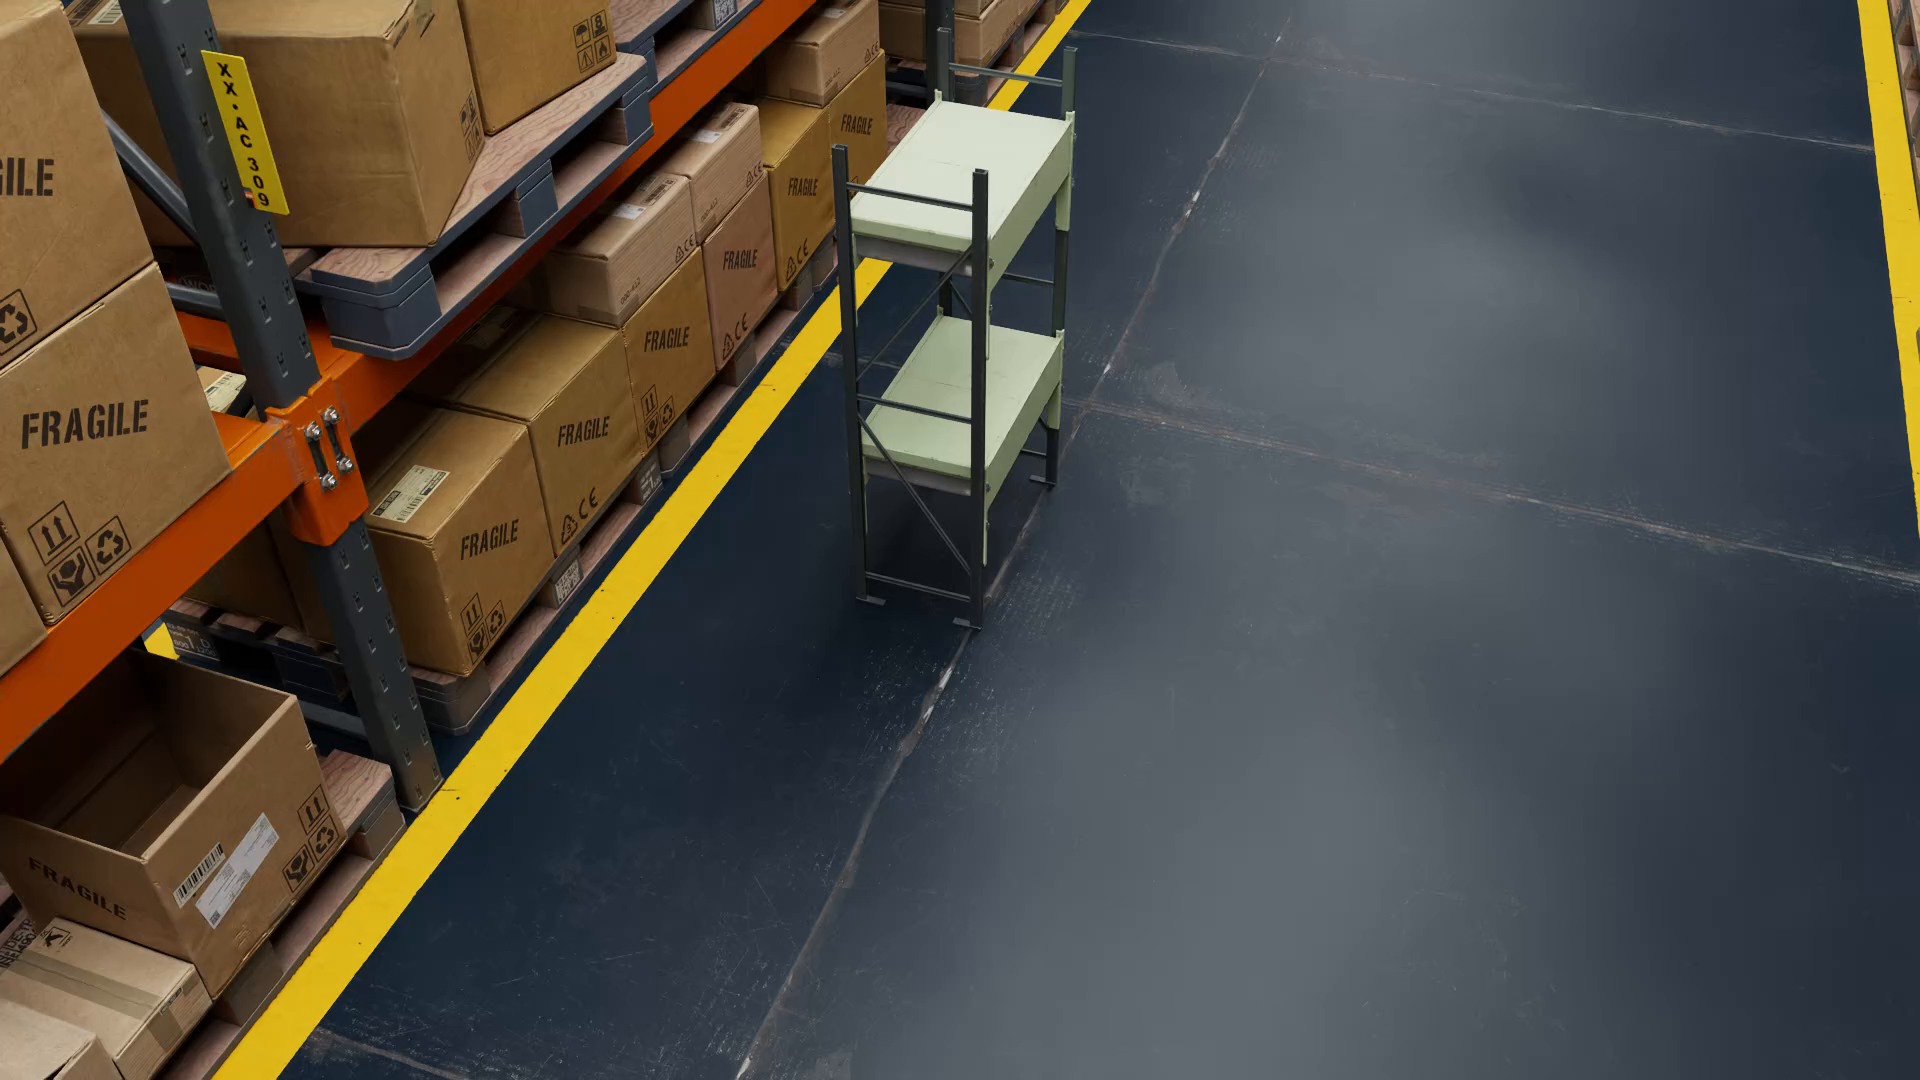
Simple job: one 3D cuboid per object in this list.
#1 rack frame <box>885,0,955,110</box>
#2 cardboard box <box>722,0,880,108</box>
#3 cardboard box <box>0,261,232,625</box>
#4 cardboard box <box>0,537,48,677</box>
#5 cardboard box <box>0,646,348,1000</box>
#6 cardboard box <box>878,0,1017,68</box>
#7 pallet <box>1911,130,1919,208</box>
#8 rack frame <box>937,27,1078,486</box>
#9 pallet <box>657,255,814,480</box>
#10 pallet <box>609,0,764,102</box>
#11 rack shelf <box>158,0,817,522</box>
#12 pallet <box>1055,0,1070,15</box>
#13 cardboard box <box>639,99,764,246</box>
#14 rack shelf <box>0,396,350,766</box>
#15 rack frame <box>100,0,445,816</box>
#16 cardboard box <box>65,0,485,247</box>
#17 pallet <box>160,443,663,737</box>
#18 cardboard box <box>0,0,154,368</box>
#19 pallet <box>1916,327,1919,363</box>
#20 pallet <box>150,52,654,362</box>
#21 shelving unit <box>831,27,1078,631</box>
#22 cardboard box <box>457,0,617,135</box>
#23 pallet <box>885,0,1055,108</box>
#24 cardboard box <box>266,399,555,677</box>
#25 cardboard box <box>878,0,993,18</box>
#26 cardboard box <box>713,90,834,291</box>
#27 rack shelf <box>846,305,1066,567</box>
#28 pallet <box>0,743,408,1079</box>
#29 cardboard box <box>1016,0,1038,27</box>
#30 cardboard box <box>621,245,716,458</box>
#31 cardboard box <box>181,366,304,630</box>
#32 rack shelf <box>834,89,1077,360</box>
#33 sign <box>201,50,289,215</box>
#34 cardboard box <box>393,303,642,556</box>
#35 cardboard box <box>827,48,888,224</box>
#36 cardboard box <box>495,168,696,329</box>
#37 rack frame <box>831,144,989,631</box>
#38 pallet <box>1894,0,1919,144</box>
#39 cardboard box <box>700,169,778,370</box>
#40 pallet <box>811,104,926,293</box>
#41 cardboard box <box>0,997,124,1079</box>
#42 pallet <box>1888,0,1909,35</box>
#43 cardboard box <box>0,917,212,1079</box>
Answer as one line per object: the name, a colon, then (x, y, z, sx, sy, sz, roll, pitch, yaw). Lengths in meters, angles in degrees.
rack frame: (-0.512, -3.001, 6.456, 1.000, 3.000, 0.127, 13, 42, 15)
cardboard box: (-0.626, -1.845, 6.110, 0.500, 0.250, 0.500, 15, 43, 17)
cardboard box: (-1.810, -0.237, 3.140, 0.500, 0.500, 0.500, 14, 42, 16)
cardboard box: (-1.985, 0.078, 2.771, 0.500, 0.500, 0.500, 14, 43, 16)
cardboard box: (-1.808, 0.633, 3.784, 0.500, 0.500, 0.500, 13, 42, 15)
cardboard box: (-0.057, -2.369, 7.510, 0.500, 0.250, 0.500, 13, 42, 15)
pallet: (4.413, -1.319, 6.633, 1.003, 0.211, 1.213, 13, 42, 15)
rack frame: (0.127, -0.798, 5.030, 0.400, 1.500, 0.023, 13, 42, 15)
pallet: (-1.222, -0.751, 5.968, 1.003, 0.211, 1.213, 13, 42, 15)
pallet: (-1.173, -1.741, 5.127, 1.003, 0.211, 1.213, 13, 42, 15)
rack shelf: (-1.196, -1.507, 5.260, 1.077, 0.370, 4.000, 13, 42, 15)
pallet: (0.225, -3.175, 8.809, 1.003, 0.211, 1.213, 13, 42, 15)
cardboard box: (-0.972, -1.220, 5.378, 0.500, 0.250, 0.500, 13, 42, 14)
rack shelf: (-2.564, 0.932, 2.400, 1.077, 0.370, 4.000, 13, 42, 15)
rack frame: (-1.880, -0.561, 3.596, 1.000, 3.000, 0.127, 13, 42, 15)
cardboard box: (-1.508, -0.998, 3.708, 0.700, 0.500, 0.500, 0, 40, 0)
pallet: (-1.637, -0.005, 5.093, 1.003, 0.211, 1.213, 13, 42, 15)
cardboard box: (-1.809, -0.614, 2.811, 0.500, 0.500, 0.500, 14, 42, 15)
pallet: (3.804, -0.379, 5.531, 1.003, 0.211, 1.213, 13, 42, 15)
pallet: (-1.504, -0.951, 4.202, 1.003, 0.211, 1.213, 13, 42, 15)
shelving unit: (0.002, -0.575, 4.768, 0.431, 1.500, 0.755, 13, 42, 15)
cardboard box: (-1.332, -1.432, 4.216, 0.700, 0.500, 0.500, 20, 44, 22)
pallet: (-0.194, -2.433, 7.939, 1.003, 0.211, 1.213, 13, 42, 15)
cardboard box: (-1.485, -0.018, 4.547, 0.500, 0.500, 0.500, 11, 42, 13)
cardboard box: (-0.057, -2.582, 7.328, 0.500, 0.311, 0.500, 15, 43, 17)
cardboard box: (-0.788, -1.279, 6.025, 0.500, 0.500, 0.500, 12, 42, 14)
rack shelf: (0.002, -0.327, 4.980, 0.431, 0.370, 0.720, 13, 42, 15)
pallet: (-2.115, 0.919, 4.011, 1.003, 0.211, 1.213, 13, 42, 15)
cardboard box: (0.114, -2.675, 7.870, 0.500, 0.250, 0.500, 12, 42, 14)
cardboard box: (-1.135, -0.649, 5.287, 0.500, 0.500, 0.500, 14, 42, 16)
cardboard box: (-1.980, -0.142, 4.692, 0.500, 0.500, 0.500, 13, 42, 15)
rack shelf: (0.002, -0.872, 4.515, 0.431, 0.370, 0.720, 13, 42, 15)
sign: (-1.367, -0.775, 3.180, 0.100, 0.325, 0.005, 13, 42, 15)
cardboard box: (-1.313, -0.346, 4.932, 0.500, 0.500, 0.500, 14, 42, 16)
cardboard box: (-0.611, -1.595, 6.395, 0.500, 0.500, 0.500, 15, 43, 17)
cardboard box: (-1.143, -0.914, 5.019, 0.500, 0.250, 0.500, 13, 42, 15)
rack frame: (-0.123, -0.351, 4.506, 0.400, 1.500, 0.023, 13, 42, 15)
pallet: (4.832, -2.061, 7.503, 1.003, 0.211, 1.213, 13, 42, 15)
cardboard box: (-0.962, -0.958, 5.648, 0.500, 0.500, 0.500, 12, 42, 13)
pallet: (-0.803, -1.493, 6.837, 1.003, 0.211, 1.213, 13, 42, 15)
cardboard box: (-2.064, 1.162, 3.309, 0.500, 0.311, 0.500, 13, 42, 15)
pallet: (5.247, -2.807, 8.378, 1.003, 0.211, 1.213, 13, 42, 15)
cardboard box: (-1.880, 1.009, 3.614, 0.380, 0.149, 0.250, 13, 42, 15)
